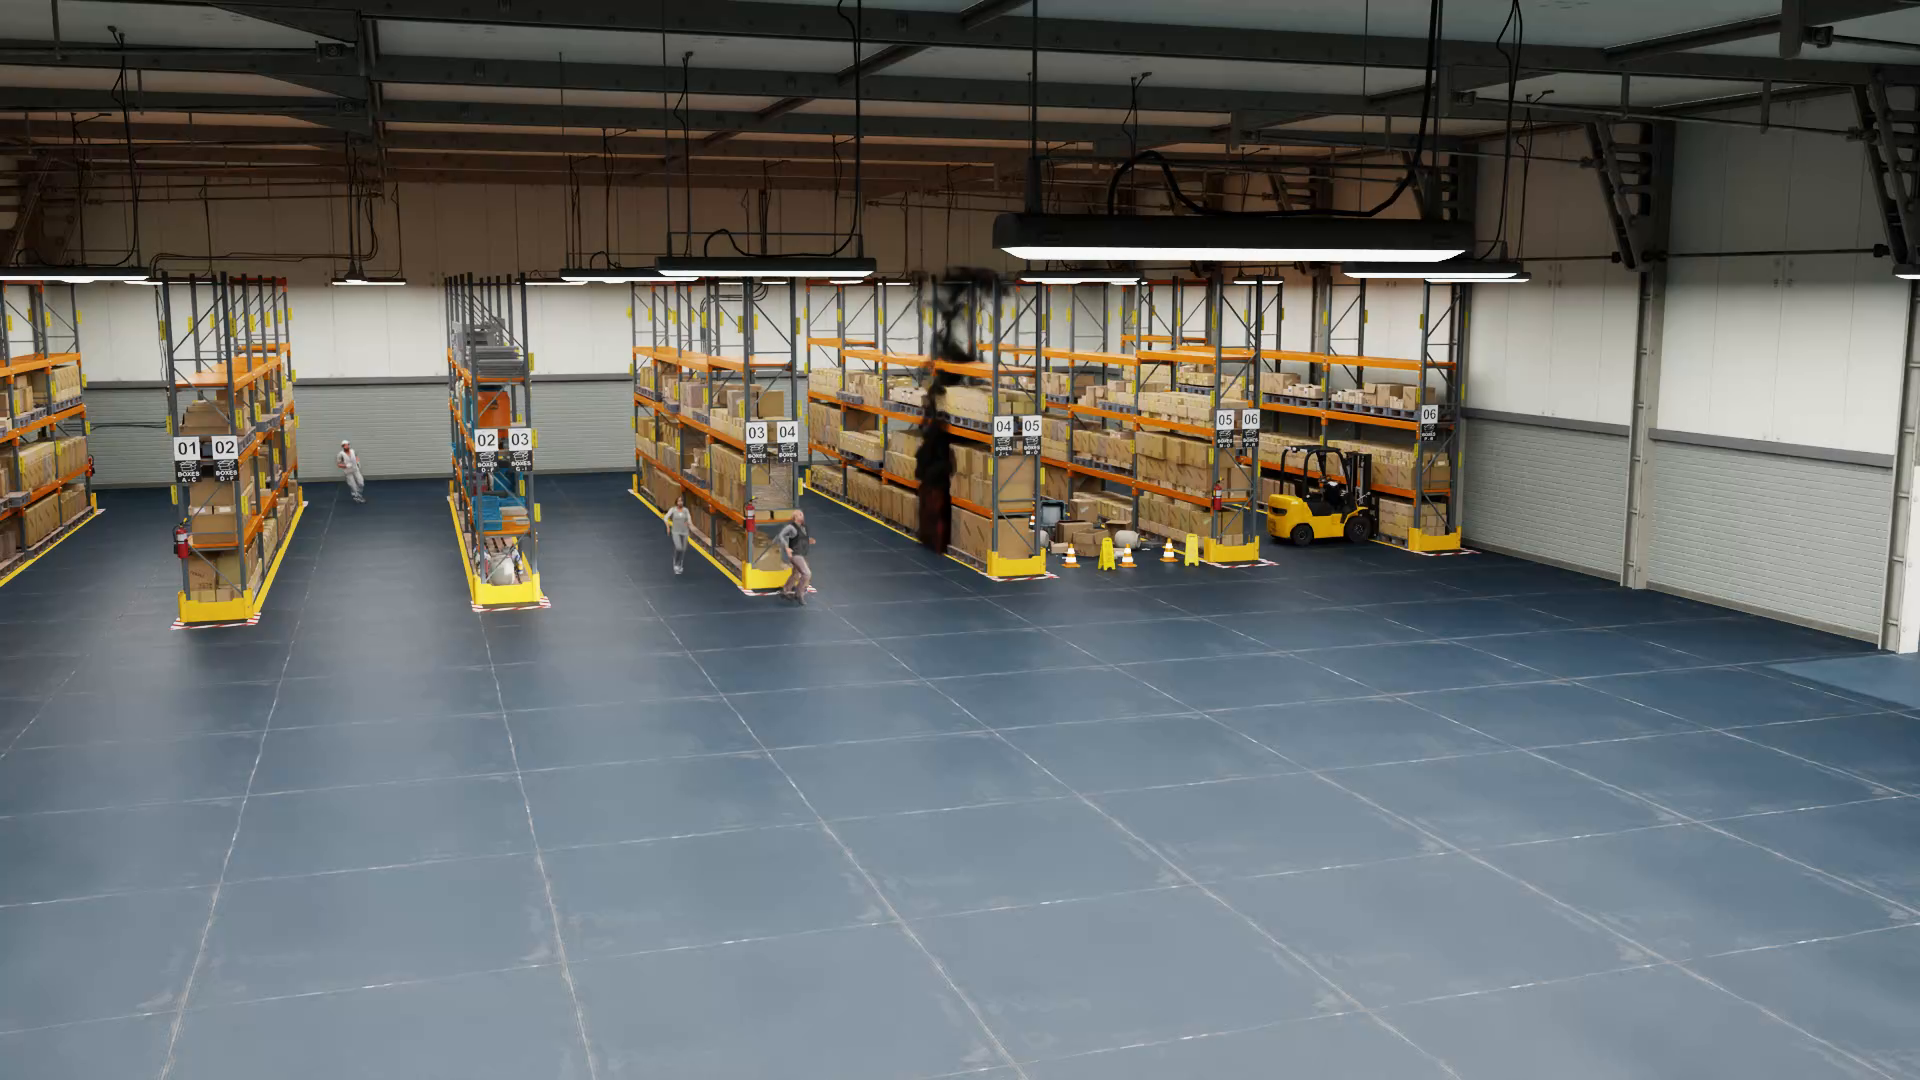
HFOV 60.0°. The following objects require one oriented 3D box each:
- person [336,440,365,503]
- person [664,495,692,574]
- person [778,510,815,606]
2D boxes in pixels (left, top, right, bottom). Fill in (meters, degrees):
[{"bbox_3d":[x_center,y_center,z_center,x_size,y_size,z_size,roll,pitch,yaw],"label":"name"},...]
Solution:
[{"bbox_3d":[-16.218,-1.803,44.246,0.720,1.730,0.622,-7,11,-41],"label":"person"},{"bbox_3d":[-5.639,-0.102,33.442,0.506,1.586,0.656,-4,10,-27],"label":"person"},{"bbox_3d":[-2.963,0.321,30.317,0.737,1.771,0.630,4,9,23],"label":"person"}]
